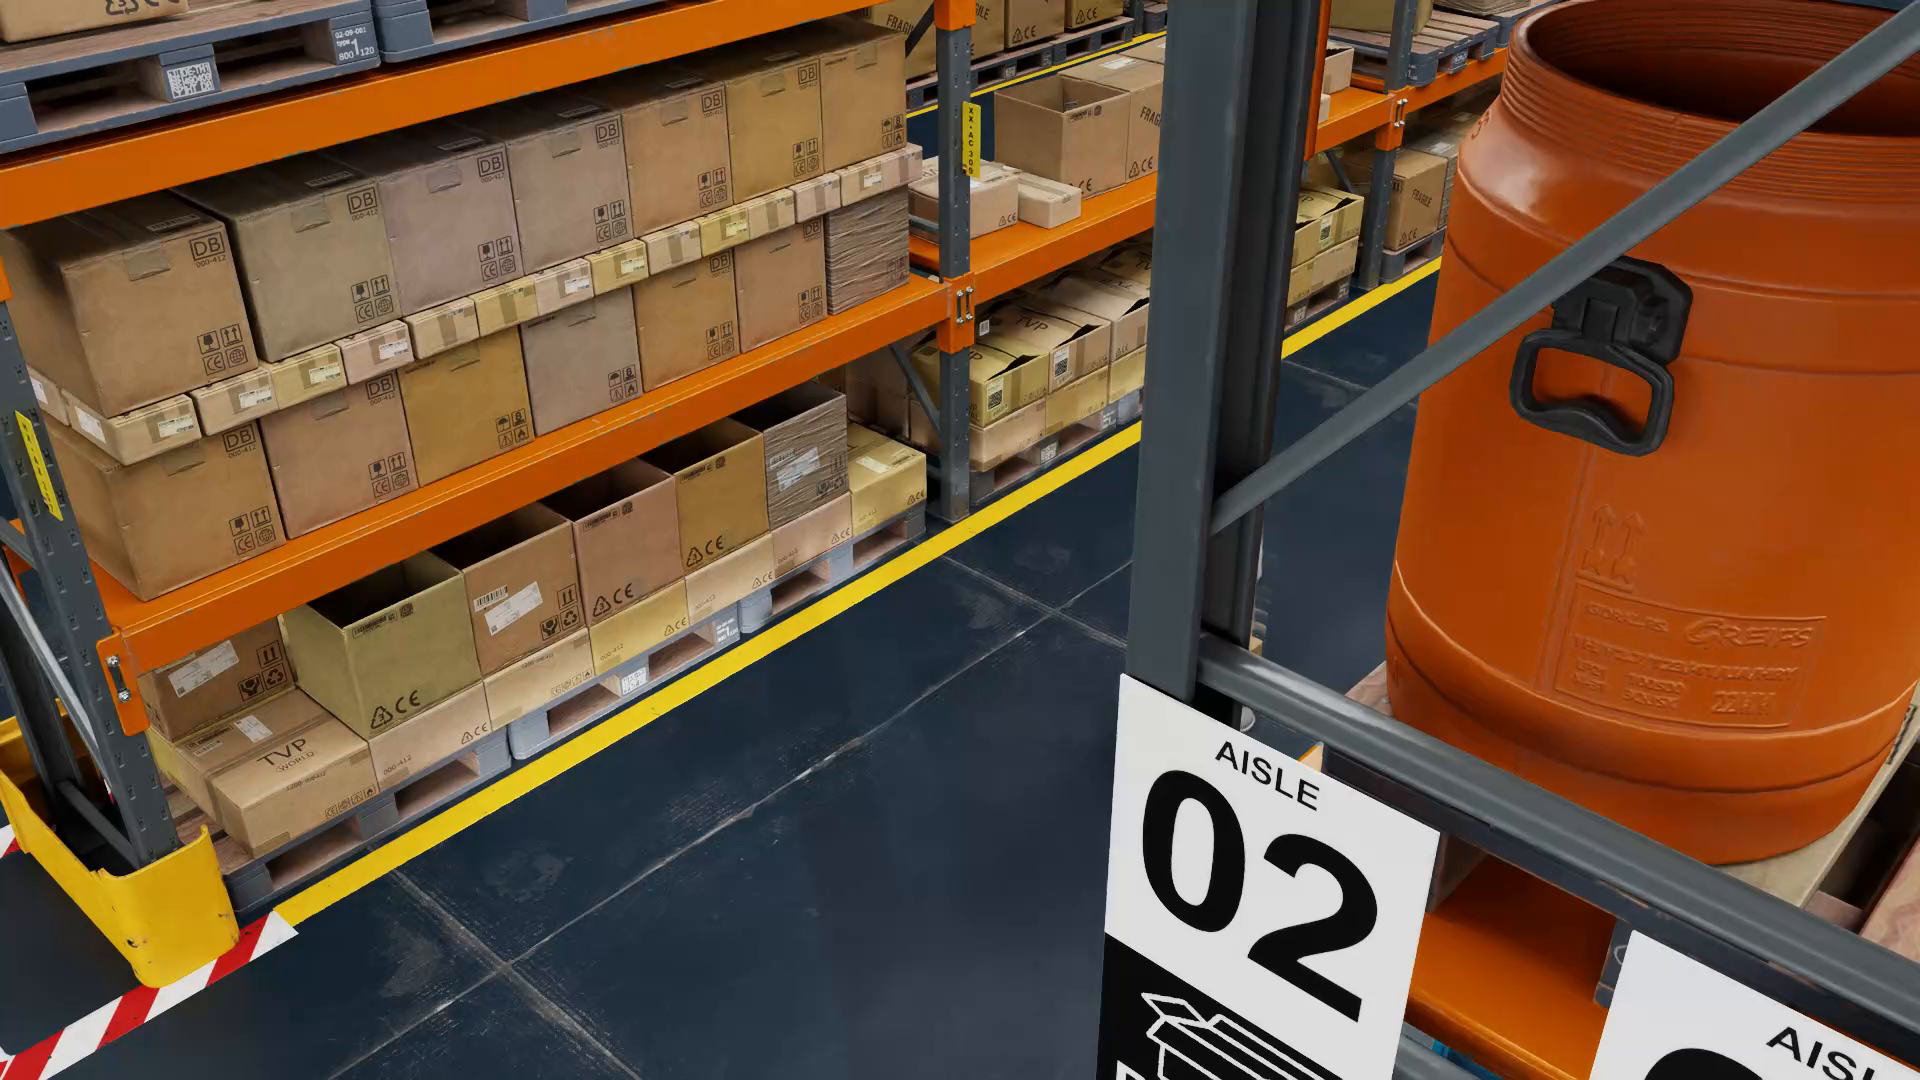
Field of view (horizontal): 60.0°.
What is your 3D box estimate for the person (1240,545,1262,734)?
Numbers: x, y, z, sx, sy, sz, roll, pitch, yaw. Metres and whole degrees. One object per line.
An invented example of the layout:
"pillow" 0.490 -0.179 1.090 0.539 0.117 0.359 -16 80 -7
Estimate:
"person" 0.953 0.035 6.575 0.522 1.662 0.371 24 39 33
